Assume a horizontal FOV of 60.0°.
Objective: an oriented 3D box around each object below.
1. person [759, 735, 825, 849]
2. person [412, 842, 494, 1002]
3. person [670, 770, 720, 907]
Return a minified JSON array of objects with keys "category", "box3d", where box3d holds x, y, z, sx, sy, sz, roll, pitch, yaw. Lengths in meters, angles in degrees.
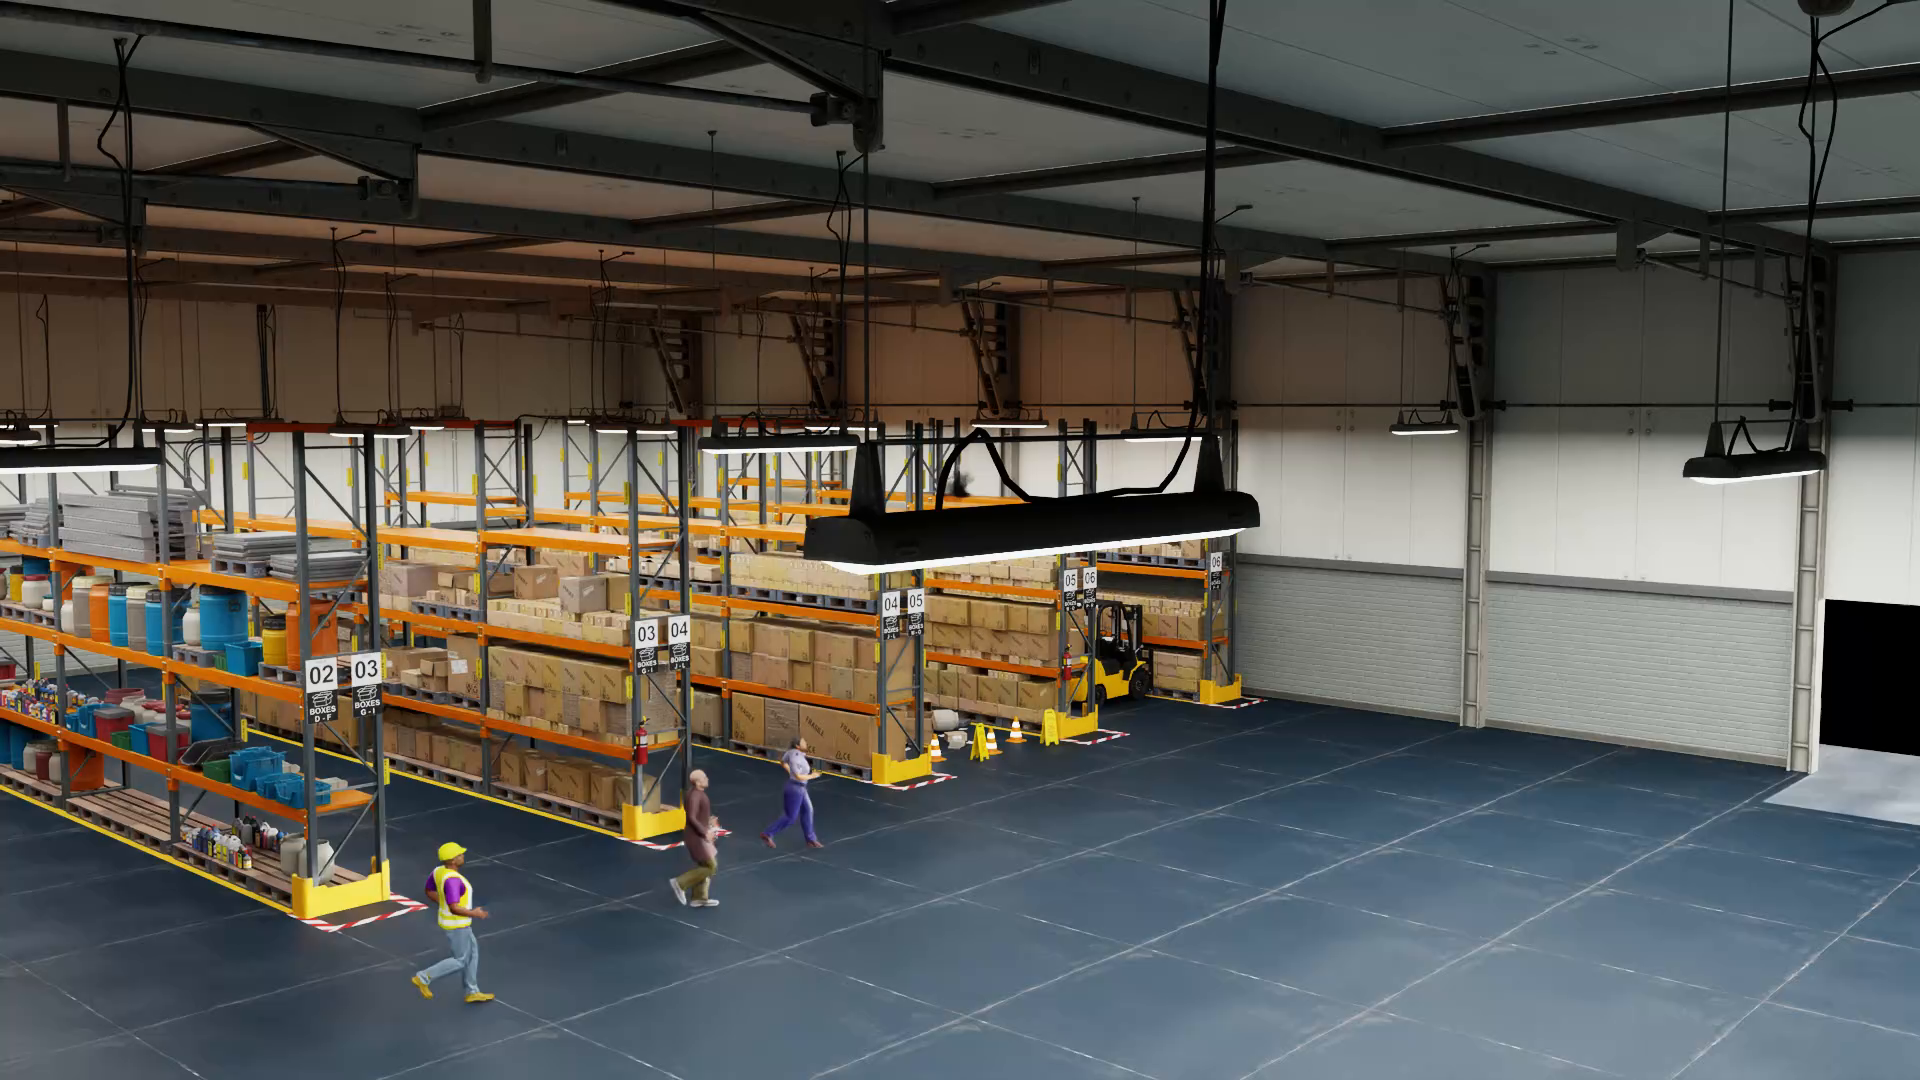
[{"category":"person","box3d":[-2.382,3.597,23.573,0.934,1.659,0.616,-1,5,-7]},{"category":"person","box3d":[-5.338,4.037,17.451,0.855,1.752,0.706,-3,5,-28]},{"category":"person","box3d":[-3.309,3.756,20.944,0.627,1.751,0.706,-2,5,-18]}]
